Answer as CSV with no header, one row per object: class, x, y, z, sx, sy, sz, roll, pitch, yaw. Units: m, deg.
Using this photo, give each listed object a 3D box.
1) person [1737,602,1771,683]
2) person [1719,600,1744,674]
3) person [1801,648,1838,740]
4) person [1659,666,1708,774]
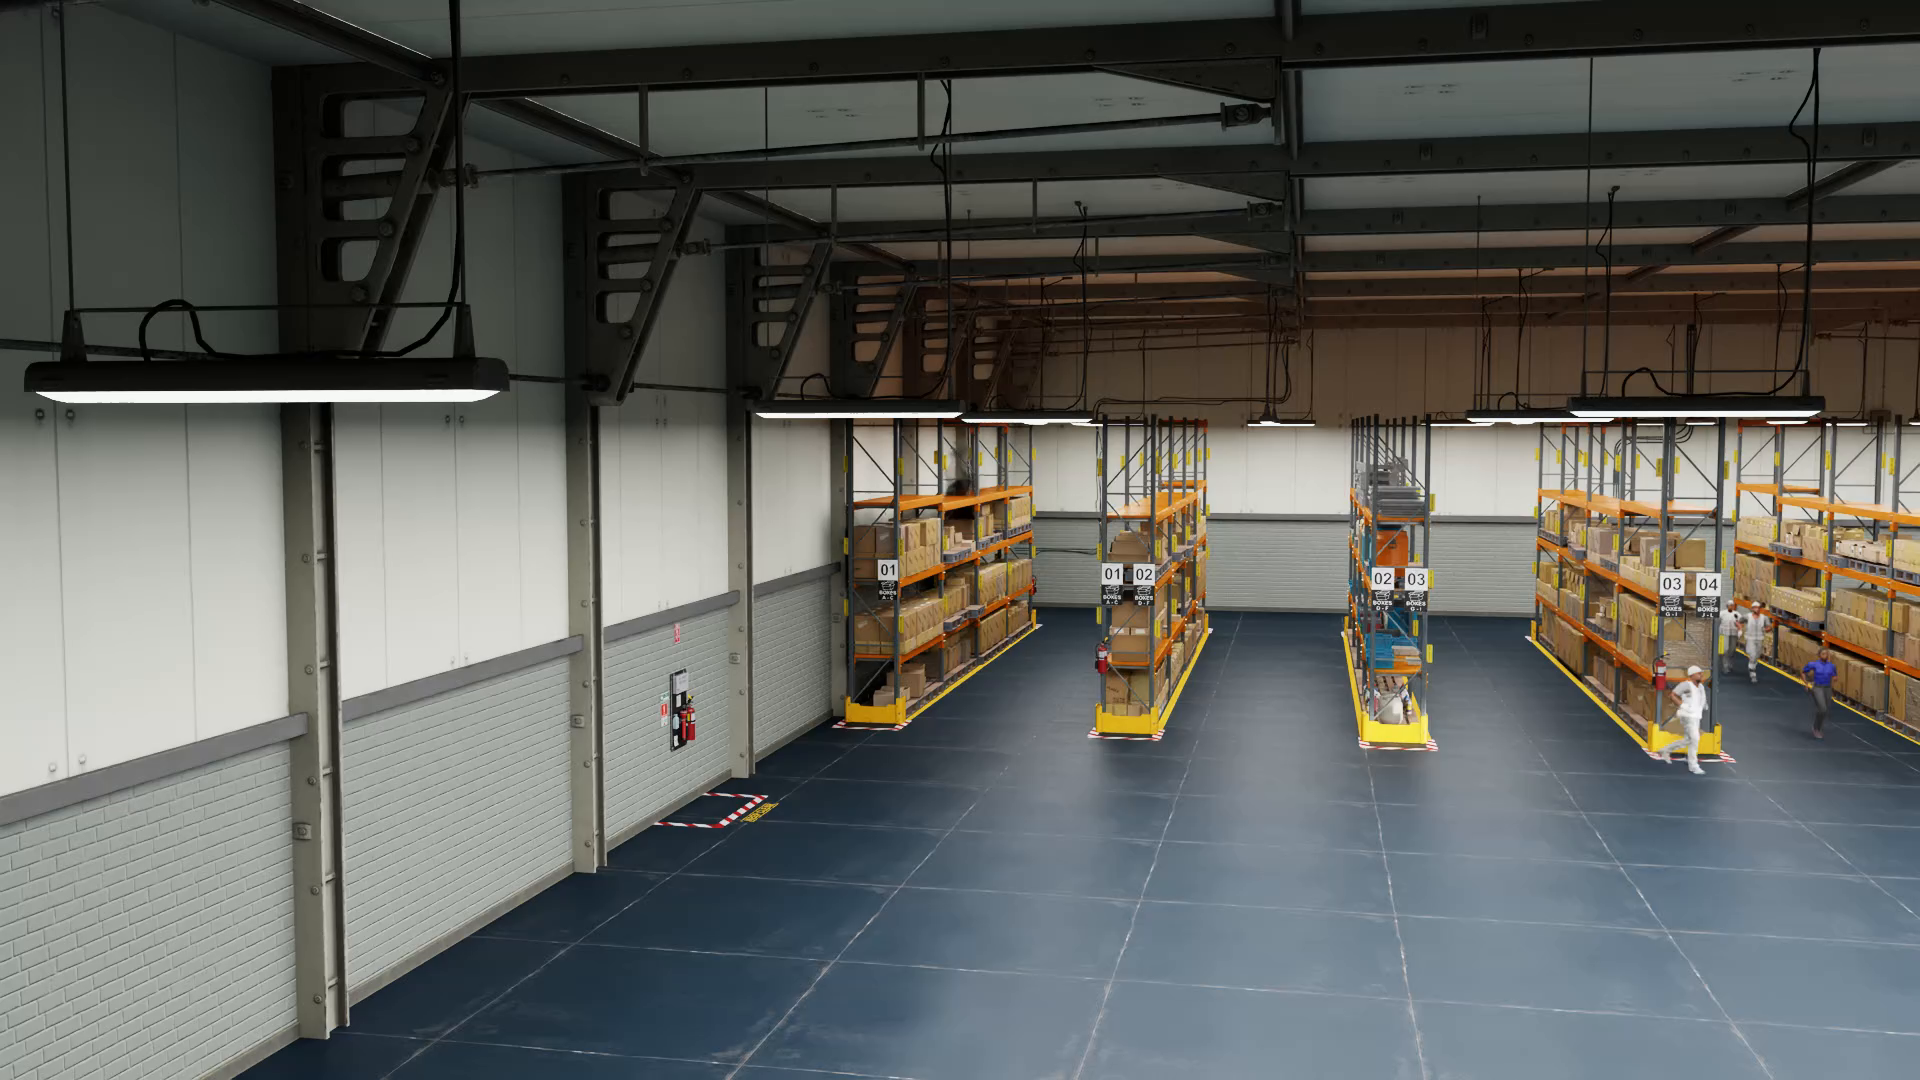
person,18.018,2.290,37.711,0.677,1.800,0.901,0,4,7
person,18.160,2.268,39.243,0.594,1.696,0.845,1,4,13
person,15.971,2.851,30.828,0.543,1.701,0.723,0,4,-3
person,12.292,2.997,28.047,0.723,1.765,0.877,-3,5,-36
